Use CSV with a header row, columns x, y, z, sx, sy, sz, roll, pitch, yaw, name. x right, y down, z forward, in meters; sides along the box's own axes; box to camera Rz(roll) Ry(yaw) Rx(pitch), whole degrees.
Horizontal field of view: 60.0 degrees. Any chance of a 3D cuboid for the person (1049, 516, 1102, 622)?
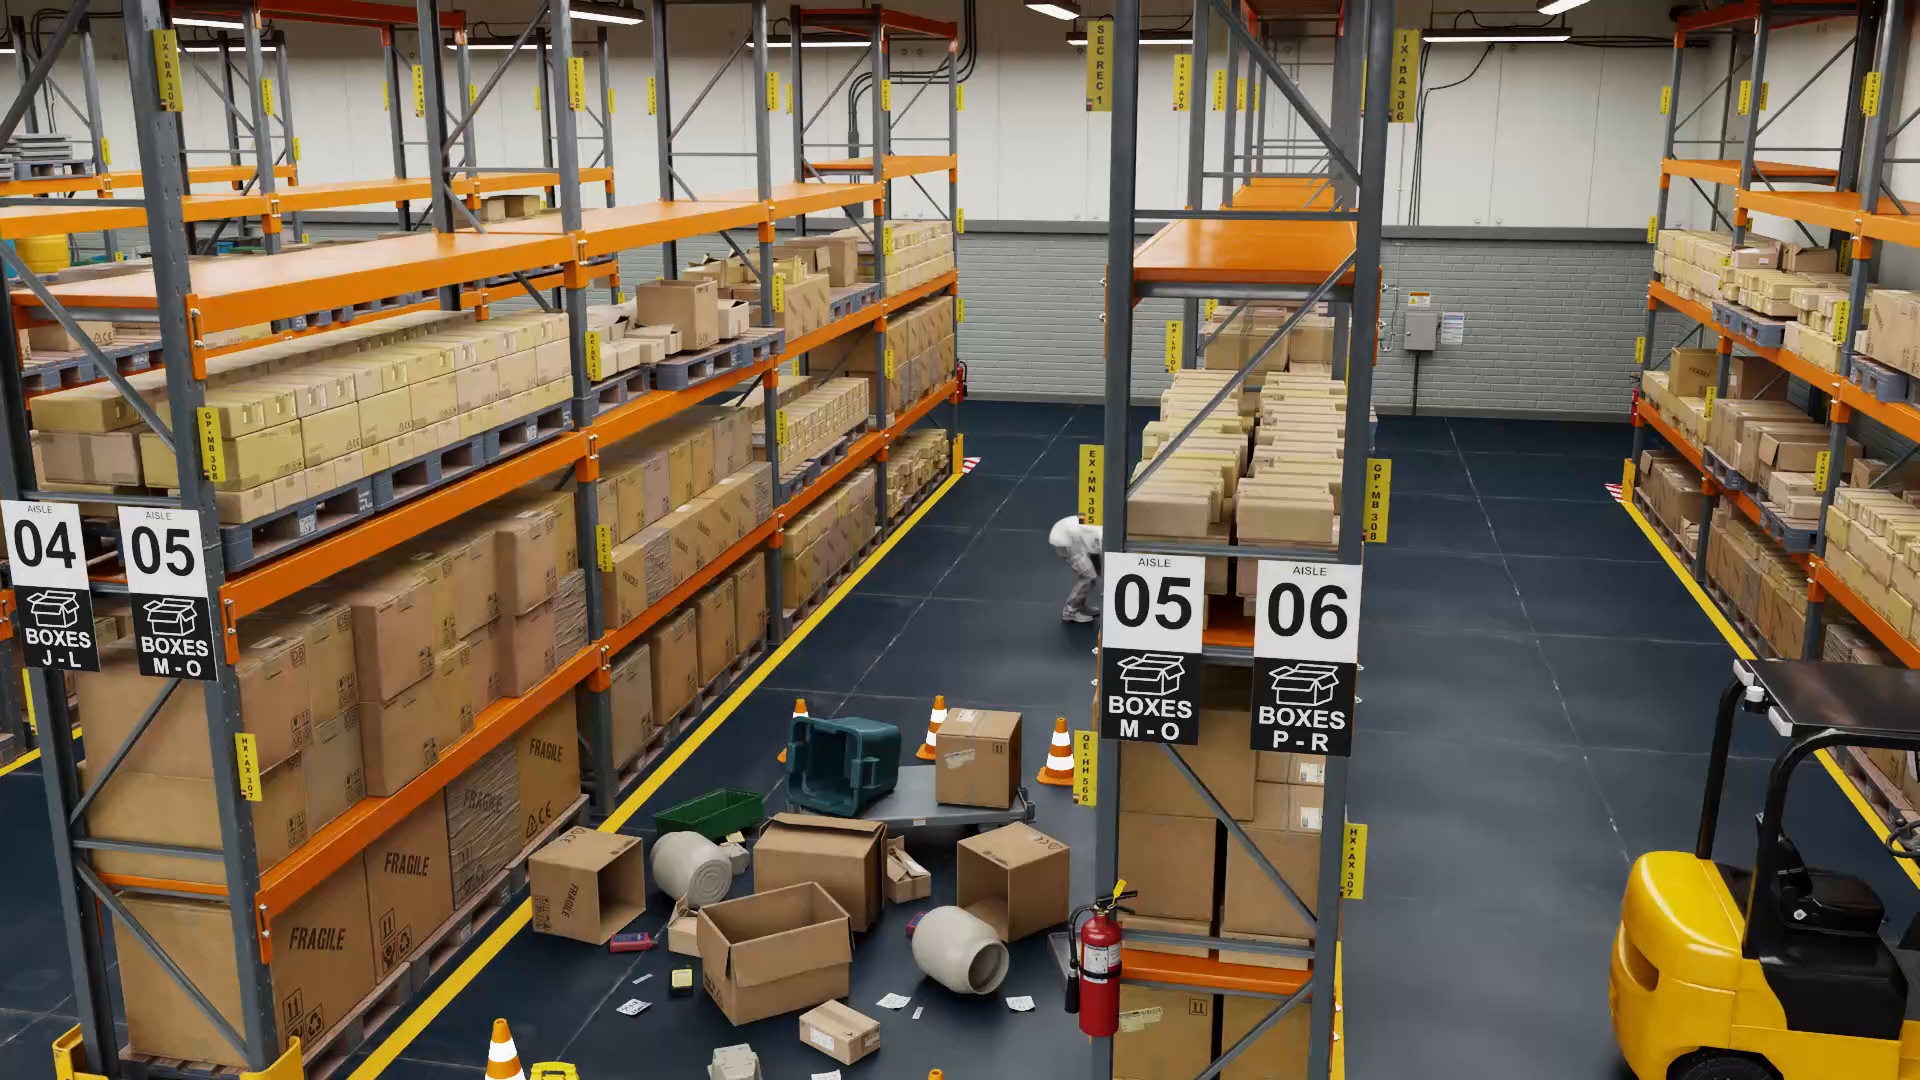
x,y,z,sx,sy,sz,roll,pitch,yaw,name
1.369,0.277,16.398,0.985,1.027,0.517,2,15,9,person
